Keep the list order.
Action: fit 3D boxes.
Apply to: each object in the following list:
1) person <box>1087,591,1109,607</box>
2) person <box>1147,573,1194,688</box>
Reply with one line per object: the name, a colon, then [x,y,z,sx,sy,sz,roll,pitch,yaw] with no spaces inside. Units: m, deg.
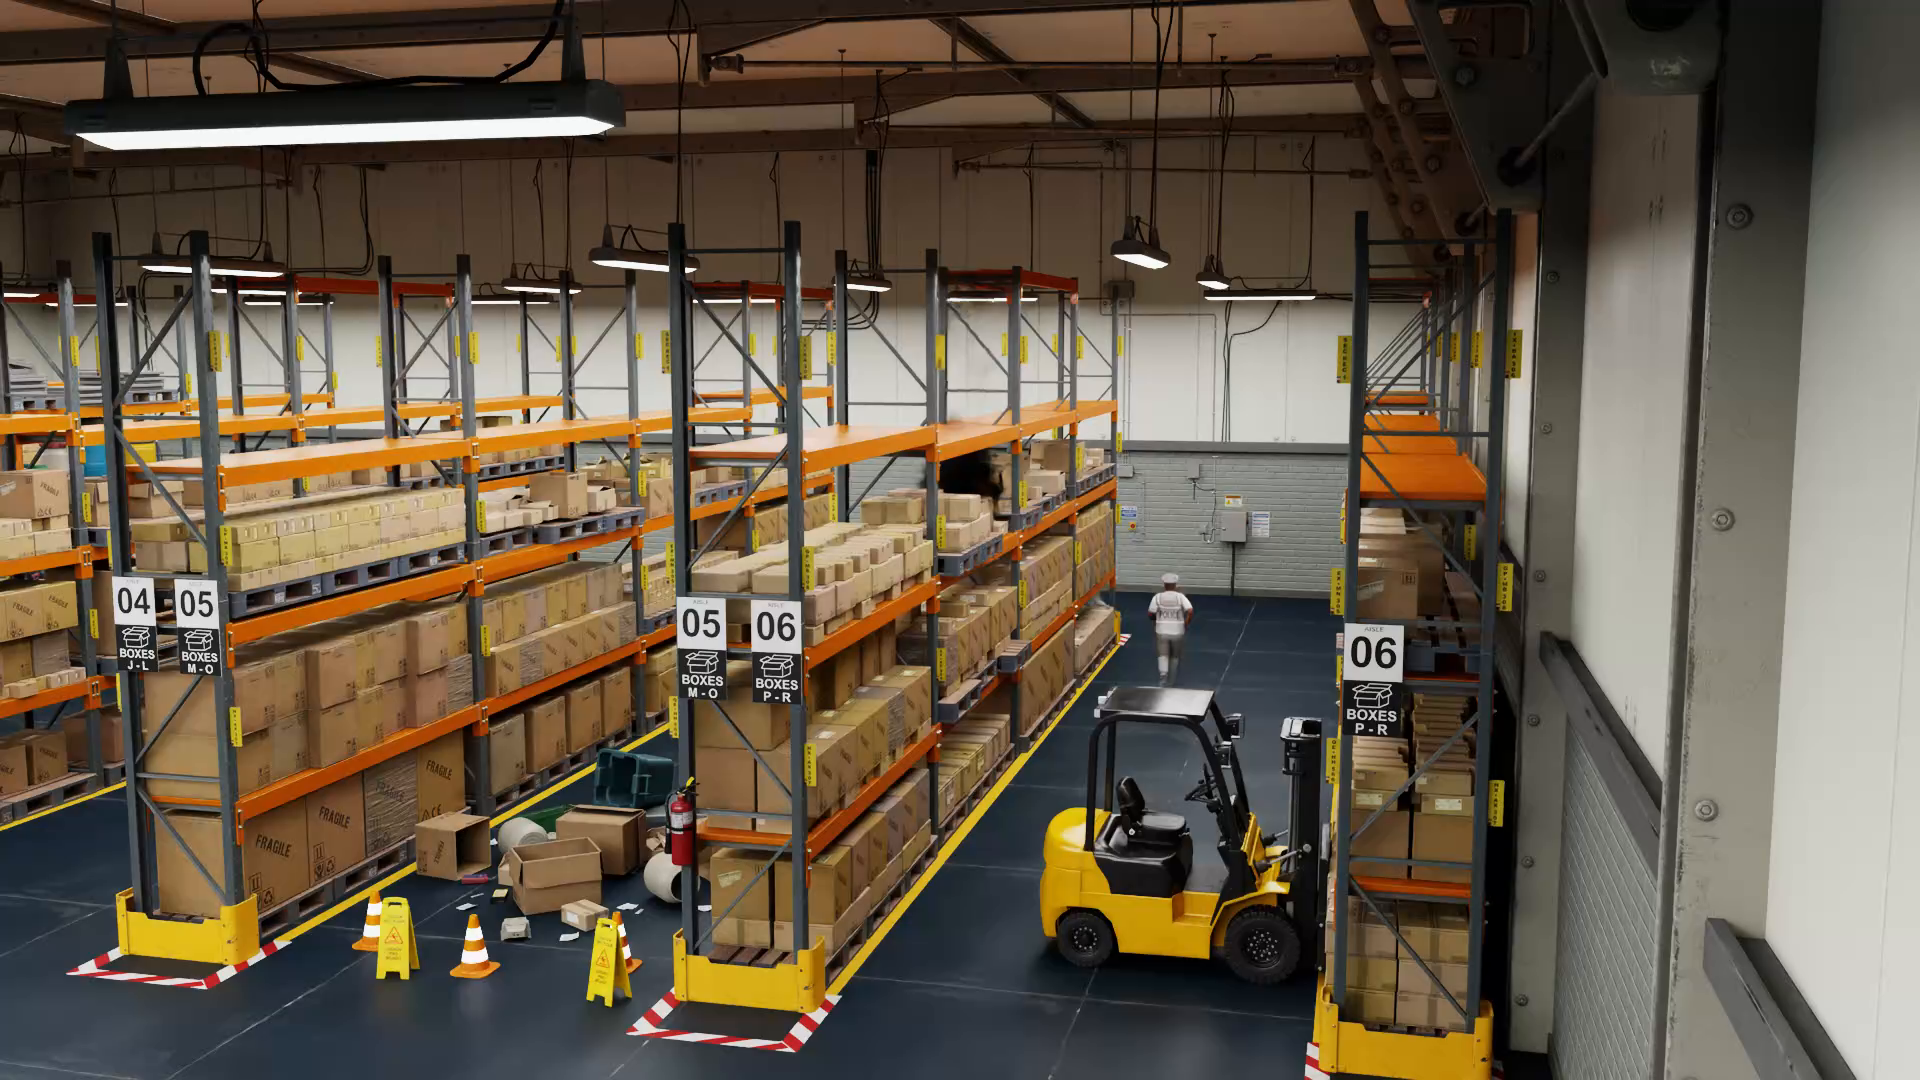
person: [2.387,0.753,29.538,0.874,1.701,0.635,5,9,37]
person: [3.049,1.365,24.151,0.663,1.784,0.851,1,7,6]
